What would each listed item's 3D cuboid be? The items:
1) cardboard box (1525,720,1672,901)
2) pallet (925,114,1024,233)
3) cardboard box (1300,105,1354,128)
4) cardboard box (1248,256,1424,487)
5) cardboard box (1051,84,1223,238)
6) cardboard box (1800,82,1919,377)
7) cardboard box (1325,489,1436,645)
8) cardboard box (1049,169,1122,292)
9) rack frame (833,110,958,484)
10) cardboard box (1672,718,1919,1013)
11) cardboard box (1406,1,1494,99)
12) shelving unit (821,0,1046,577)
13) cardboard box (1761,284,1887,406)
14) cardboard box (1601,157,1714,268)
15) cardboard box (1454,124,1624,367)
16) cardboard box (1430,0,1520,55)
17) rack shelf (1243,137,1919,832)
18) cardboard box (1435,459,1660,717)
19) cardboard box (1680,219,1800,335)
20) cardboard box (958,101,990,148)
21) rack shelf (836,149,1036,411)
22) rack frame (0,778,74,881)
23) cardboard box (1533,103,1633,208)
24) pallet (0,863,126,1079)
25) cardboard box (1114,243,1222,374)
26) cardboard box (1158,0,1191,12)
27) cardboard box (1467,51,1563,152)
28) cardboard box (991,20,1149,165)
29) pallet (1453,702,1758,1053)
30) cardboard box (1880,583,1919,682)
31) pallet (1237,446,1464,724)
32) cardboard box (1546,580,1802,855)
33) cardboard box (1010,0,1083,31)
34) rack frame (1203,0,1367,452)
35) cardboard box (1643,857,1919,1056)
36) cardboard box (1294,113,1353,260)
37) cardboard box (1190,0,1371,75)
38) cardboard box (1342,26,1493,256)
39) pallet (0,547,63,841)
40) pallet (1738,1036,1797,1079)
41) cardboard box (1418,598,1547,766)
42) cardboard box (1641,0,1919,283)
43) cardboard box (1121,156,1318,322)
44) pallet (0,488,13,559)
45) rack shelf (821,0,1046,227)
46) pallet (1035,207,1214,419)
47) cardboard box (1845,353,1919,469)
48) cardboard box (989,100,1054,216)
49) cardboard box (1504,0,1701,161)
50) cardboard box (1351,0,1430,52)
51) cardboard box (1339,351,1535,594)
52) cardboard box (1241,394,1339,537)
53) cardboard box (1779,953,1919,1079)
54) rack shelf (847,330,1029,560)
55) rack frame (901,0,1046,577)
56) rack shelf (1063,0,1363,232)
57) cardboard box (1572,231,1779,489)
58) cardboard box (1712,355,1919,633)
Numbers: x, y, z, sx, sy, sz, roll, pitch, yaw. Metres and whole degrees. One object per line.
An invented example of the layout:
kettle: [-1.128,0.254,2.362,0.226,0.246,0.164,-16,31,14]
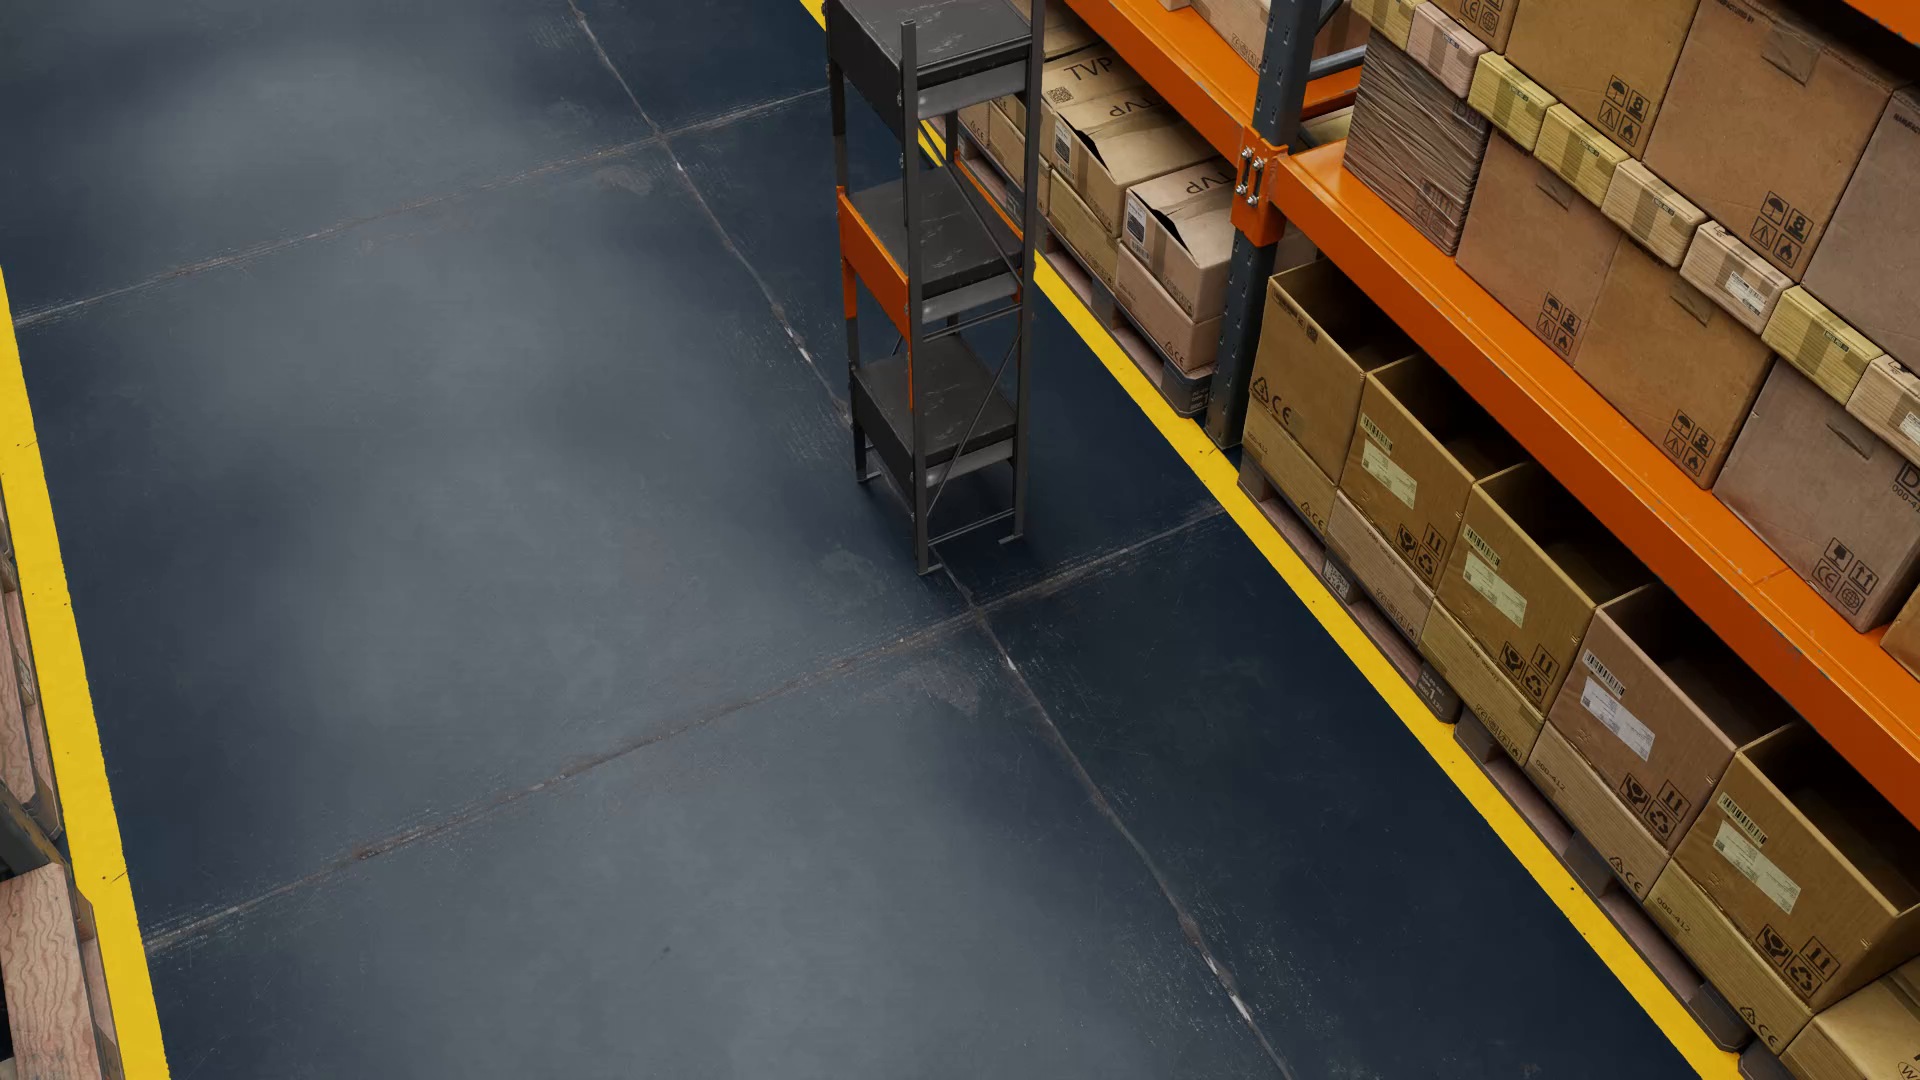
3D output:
cardboard box: [1.989,0.669,4.720,0.500,0.250,0.500,-21,52,-18]
pallet: [0.430,-1.898,7.269,1.003,0.211,1.213,-21,52,-18]
cardboard box: [1.172,-1.635,6.363,0.500,0.311,0.500,-22,52,-18]
cardboard box: [1.298,-0.580,5.314,0.500,0.500,0.500,-21,52,-18]
cardboard box: [0.680,-1.454,6.204,0.500,0.311,0.500,-20,52,-17]
cardboard box: [2.262,-0.676,3.420,0.700,0.500,0.500,-21,52,-17]
cardboard box: [1.531,0.000,5.305,0.500,0.250,0.500,-21,52,-18]
cardboard box: [0.687,-1.268,6.414,0.500,0.250,0.500,-22,52,-18]
rack frame: [-0.187,-0.965,5.199,0.400,2.100,0.015,-21,52,-18]
cardboard box: [2.214,0.758,4.144,0.500,0.500,0.500,-21,52,-18]
cardboard box: [1.430,-1.350,4.441,0.380,0.149,0.250,-20,52,-17]
shelving unit: [-0.076,-0.802,5.057,0.431,2.100,0.503,-21,52,-18]
cardboard box: [2.027,-0.483,3.682,0.380,0.149,0.250,-22,52,-18]
cardboard box: [1.783,-0.835,3.990,0.380,0.149,0.250,-23,53,-19]
cardboard box: [1.820,-0.906,4.483,0.700,0.500,0.500,-22,52,-18]
cardboard box: [1.573,-1.684,4.301,0.700,0.500,0.500,-21,52,-17]
rack shelf: [2.279,0.057,4.185,1.077,0.370,4.000,-21,52,-18]
cardboard box: [1.756,0.089,4.729,0.500,0.500,0.500,-21,52,-18]
cardboard box: [1.908,-0.657,3.835,0.380,0.149,0.250,-23,53,-19]
cardboard box: [0.221,-1.952,7.012,0.500,0.250,0.500,-20,52,-17]
rack shelf: [-0.076,-0.793,5.067,0.431,0.518,0.480,-21,52,-18]
rack frame: [-3.039,0.190,3.591,1.000,3.000,0.127,-21,52,-18]
cardboard box: [1.671,-1.003,4.137,0.380,0.149,0.250,-22,52,-18]
pallet: [-2.700,1.546,4.258,1.003,0.211,1.213,-21,52,-18]
cardboard box: [0.917,-0.929,6.118,0.500,0.250,0.500,-22,52,-18]
cardboard box: [0.798,-1.999,5.595,0.396,0.266,0.258,-22,52,-18]
cardboard box: [1.550,-1.178,4.290,0.380,0.149,0.250,-22,53,-18]
cardboard box: [0.454,-1.789,6.497,0.500,0.311,0.500,-21,52,-18]
pallet: [2.253,0.764,4.942,1.003,0.211,1.213,-21,52,-18]
cardboard box: [2.526,0.125,3.582,0.700,0.500,0.500,-21,52,-17]
pallet: [1.691,-0.054,5.657,1.003,0.211,1.213,-21,52,-18]
cardboard box: [1.986,0.423,4.437,0.500,0.500,0.500,-21,52,-18]
cardboard box: [0.227,-2.127,6.793,0.500,0.311,0.500,-22,52,-18]
rack frame: [1.364,-1.518,5.085,1.000,3.000,0.127,-21,52,-18]
cardboard box: [2.217,1.004,4.427,0.500,0.250,0.500,-21,52,-18]
cardboard box: [1.396,-1.298,6.068,0.500,0.311,0.500,-21,52,-17]
cardboard box: [1.100,-1.784,5.417,0.500,0.250,0.500,-18,51,-15]
cardboard box: [1.573,-1.257,4.790,0.700,0.500,0.500,-22,53,-18]
pallet: [-3.396,0.588,5.096,1.003,0.211,1.213,-21,52,-18]
pallet: [2.807,1.579,4.228,1.003,0.211,1.213,-21,52,-18]
cardboard box: [1.755,0.336,5.011,0.500,0.250,0.500,-21,52,-18]
cardboard box: [2.034,-1.010,3.713,0.700,0.500,0.500,-21,52,-18]
cardboard box: [0.924,-1.108,5.902,0.500,0.311,0.500,-21,52,-18]
pallet: [-3.959,-0.230,5.811,1.003,0.211,1.213,-21,52,-18]
rack shelf: [-0.076,-1.254,4.540,0.431,0.518,0.480,-21,52,-18]
pallet: [0.992,-1.080,6.554,1.003,0.211,1.213,-21,52,-18]
cardboard box: [2.139,-0.315,3.536,0.380,0.149,0.250,-22,52,-18]
cardboard box: [0.452,-1.611,6.714,0.500,0.250,0.500,-20,52,-17]
cardboard box: [1.805,-1.346,4.006,0.700,0.500,0.500,-21,52,-18]
cardboard box: [1.315,-1.518,4.588,0.380,0.149,0.250,-21,52,-18]
cardboard box: [1.534,-0.248,5.024,0.500,0.500,0.500,-21,52,-18]
cardboard box: [1.307,-0.337,5.599,0.500,0.250,0.500,-21,52,-18]
cardboard box: [2.447,1.338,4.135,0.500,0.250,0.500,-21,52,-18]
rack shelf: [-0.076,-0.332,5.594,0.431,0.518,0.480,-21,52,-18]
rack frame: [0.036,-0.639,4.914,0.400,2.100,0.015,-21,52,-18]
rack shelf: [0.449,-2.620,6.527,1.077,0.370,4.000,-21,52,-18]
cardboard box: [2.046,-0.569,4.188,0.700,0.500,0.500,-20,52,-17]
cardboard box: [2.281,-0.226,3.889,0.700,0.500,0.500,-20,52,-16]
